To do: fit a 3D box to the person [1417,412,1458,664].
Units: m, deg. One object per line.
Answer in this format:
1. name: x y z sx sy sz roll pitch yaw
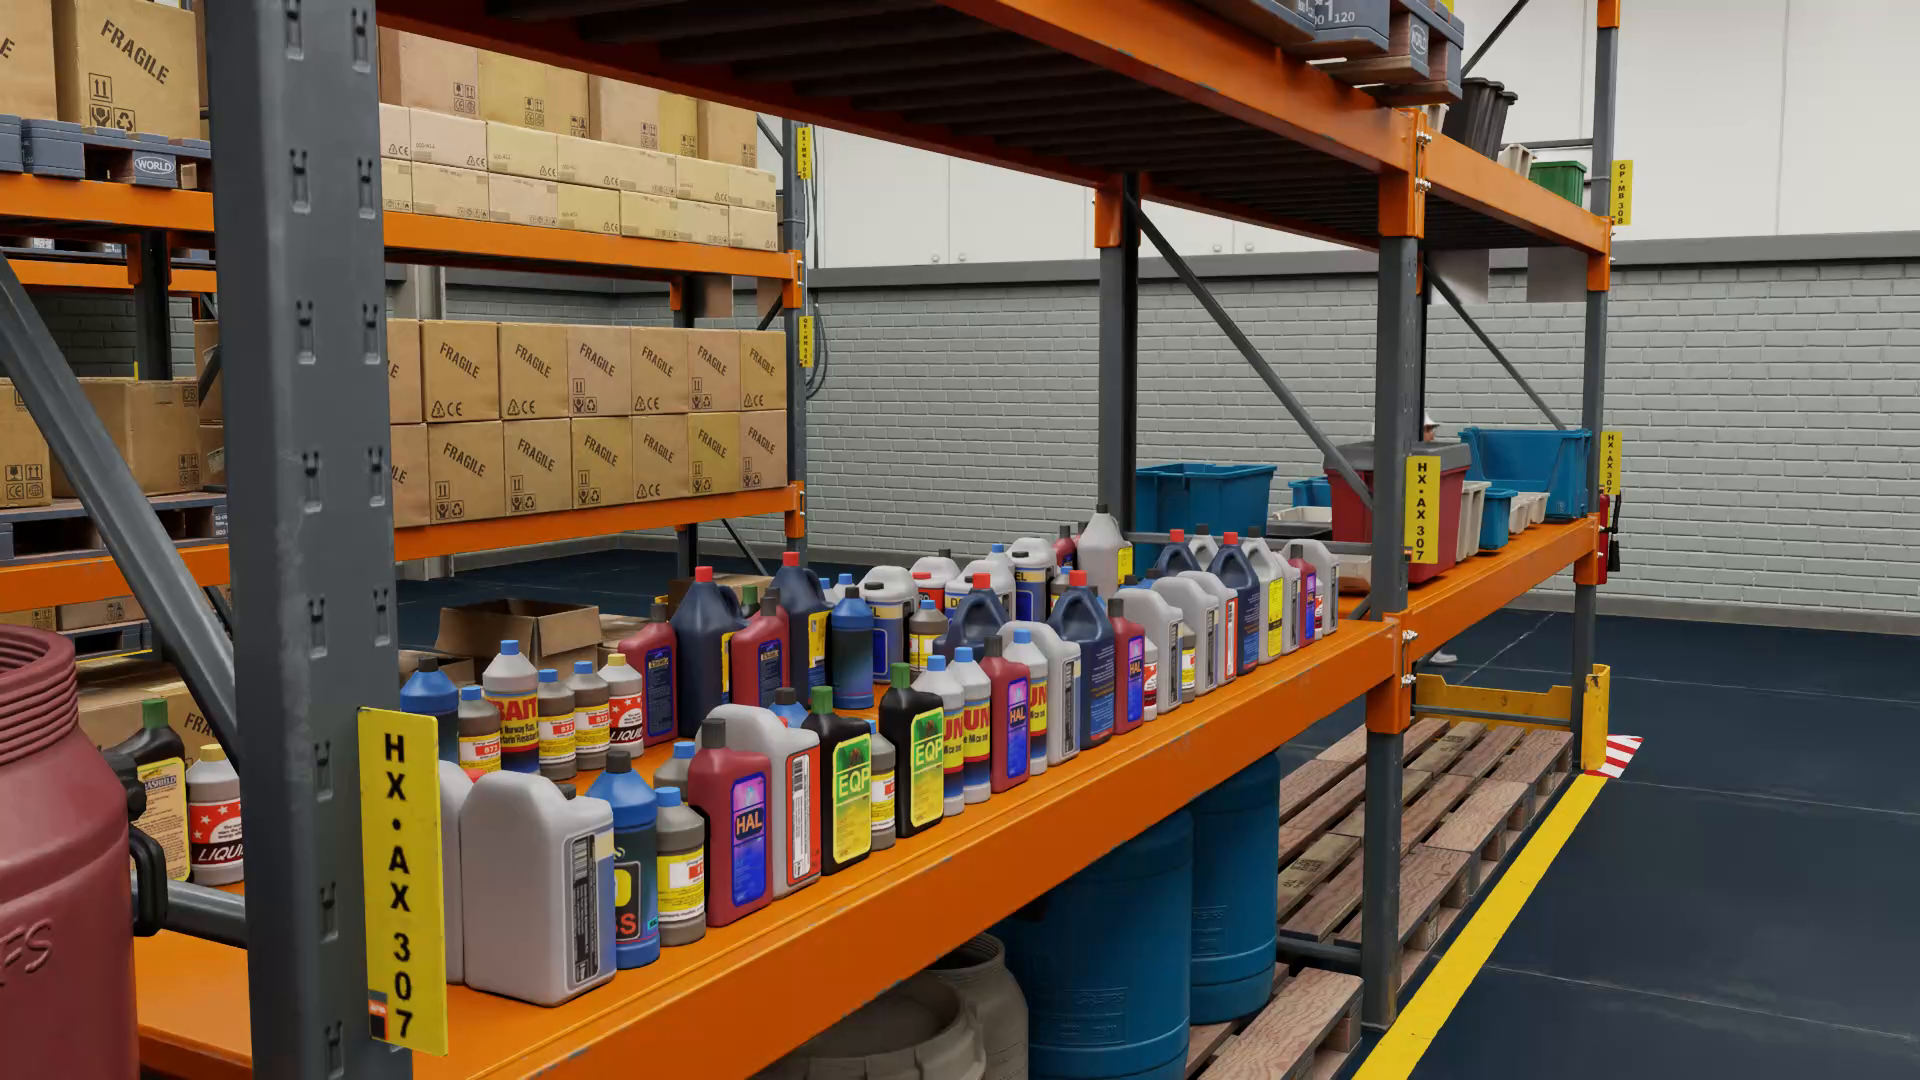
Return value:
1. person: 3.157 -0.020 11.542 0.606 1.754 0.569 4 7 33
